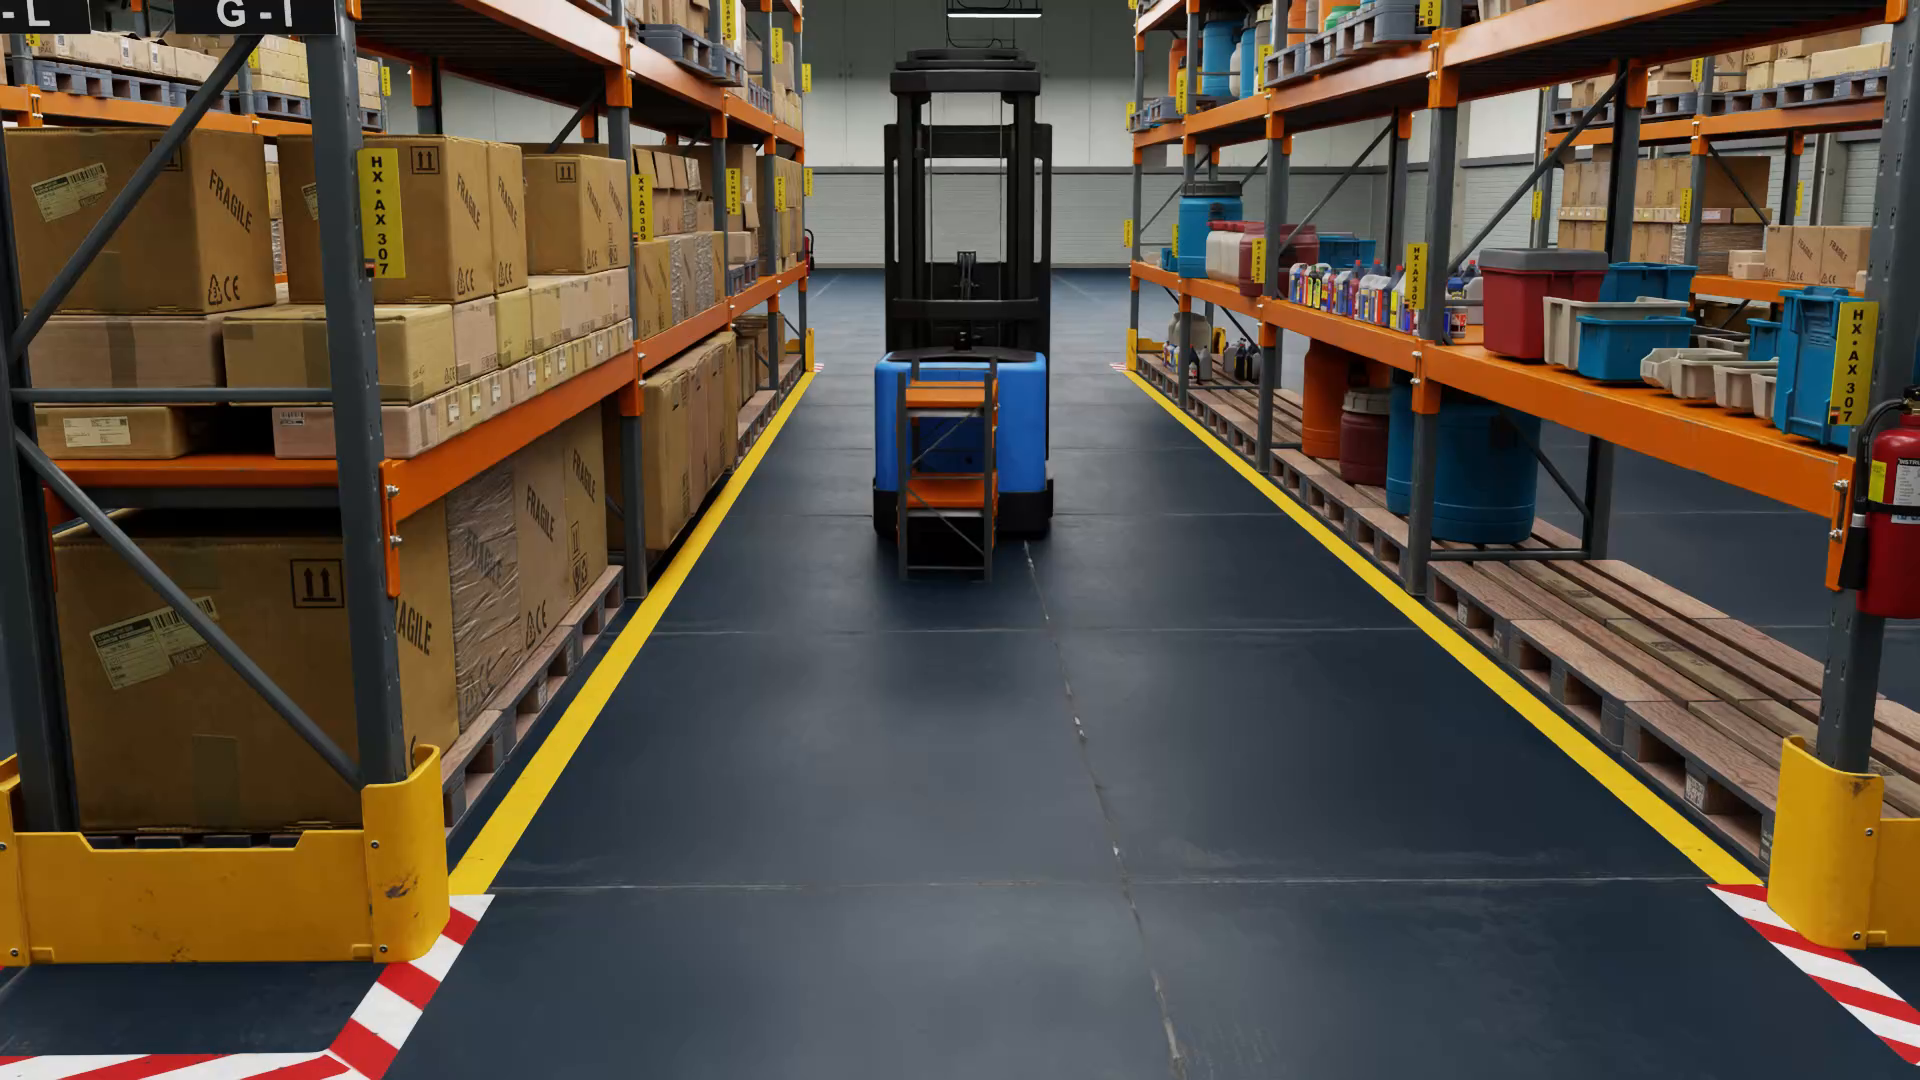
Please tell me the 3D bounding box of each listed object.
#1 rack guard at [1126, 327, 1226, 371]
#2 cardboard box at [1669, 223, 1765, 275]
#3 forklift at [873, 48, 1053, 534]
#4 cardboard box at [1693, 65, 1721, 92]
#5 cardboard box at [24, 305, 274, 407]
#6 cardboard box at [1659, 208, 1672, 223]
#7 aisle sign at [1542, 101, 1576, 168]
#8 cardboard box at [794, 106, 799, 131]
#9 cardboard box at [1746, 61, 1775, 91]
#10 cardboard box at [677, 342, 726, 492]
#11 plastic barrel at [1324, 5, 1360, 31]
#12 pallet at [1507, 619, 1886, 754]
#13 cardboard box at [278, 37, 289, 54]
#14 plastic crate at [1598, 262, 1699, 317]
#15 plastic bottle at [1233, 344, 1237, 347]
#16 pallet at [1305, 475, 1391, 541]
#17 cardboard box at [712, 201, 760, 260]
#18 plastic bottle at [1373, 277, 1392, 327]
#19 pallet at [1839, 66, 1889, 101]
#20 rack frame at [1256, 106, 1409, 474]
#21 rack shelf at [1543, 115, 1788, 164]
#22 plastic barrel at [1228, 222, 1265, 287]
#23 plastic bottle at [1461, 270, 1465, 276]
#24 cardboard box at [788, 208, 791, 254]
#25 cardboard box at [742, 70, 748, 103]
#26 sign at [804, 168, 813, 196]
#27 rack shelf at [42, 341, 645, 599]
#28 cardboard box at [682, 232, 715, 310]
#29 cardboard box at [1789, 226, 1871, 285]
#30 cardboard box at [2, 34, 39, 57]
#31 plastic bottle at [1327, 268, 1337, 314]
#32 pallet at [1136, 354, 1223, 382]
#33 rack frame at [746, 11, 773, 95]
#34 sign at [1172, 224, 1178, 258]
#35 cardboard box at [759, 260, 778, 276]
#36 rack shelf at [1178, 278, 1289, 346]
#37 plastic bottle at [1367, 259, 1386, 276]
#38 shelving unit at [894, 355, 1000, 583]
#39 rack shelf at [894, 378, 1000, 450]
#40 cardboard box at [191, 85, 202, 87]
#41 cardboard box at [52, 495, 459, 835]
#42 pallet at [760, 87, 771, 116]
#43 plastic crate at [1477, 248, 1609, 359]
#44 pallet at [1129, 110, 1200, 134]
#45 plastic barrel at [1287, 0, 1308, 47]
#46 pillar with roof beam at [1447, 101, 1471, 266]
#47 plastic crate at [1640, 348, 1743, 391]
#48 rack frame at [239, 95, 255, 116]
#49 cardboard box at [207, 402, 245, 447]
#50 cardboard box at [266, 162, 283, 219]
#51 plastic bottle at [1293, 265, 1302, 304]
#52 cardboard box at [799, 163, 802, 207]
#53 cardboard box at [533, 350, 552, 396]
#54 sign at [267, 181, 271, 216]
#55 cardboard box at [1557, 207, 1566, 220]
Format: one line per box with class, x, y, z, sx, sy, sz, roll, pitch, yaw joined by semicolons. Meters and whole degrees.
rack guard;2.633;-2.332;20.298;1.175;0.500;0.348;0;11;-1
cardboard box;7.604;-2.934;16.725;0.700;0.500;0.500;-1;11;-3
forklift;0.064;-1.719;11.162;1.130;2.935;3.031;1;11;3
cardboard box;7.862;-4.706;16.984;0.500;0.311;0.500;-1;12;-4
cardboard box;-2.312;-0.539;4.801;0.500;0.250;0.500;0;11;-2
cardboard box;7.389;-3.318;16.987;0.380;0.149;0.250;-1;11;-3
aisle sign;7.230;-4.878;20.020;0.394;0.787;0.004;0;11;-1
cardboard box;-2.090;-4.755;18.783;0.500;0.250;0.500;0;11;-1
cardboard box;7.623;-4.277;15.372;0.500;0.250;0.500;1;12;5
cardboard box;-2.198;-0.812;10.804;1.225;0.875;0.875;0;11;-1
plastic barrel;2.542;-3.370;10.917;0.294;0.245;0.294;0;11;0
pallet;2.915;0.569;6.725;1.003;0.211;1.213;0;11;-1
cardboard box;-6.925;-4.924;16.560;0.380;0.149;0.250;0;11;-2
plastic crate;3.183;-1.117;7.911;0.392;0.384;0.575;0;11;-1
plastic bottle;3.042;-2.012;18.176;0.152;0.276;0.135;-1;11;-3
pallet;2.830;-0.217;10.598;1.003;0.211;1.213;0;11;-1
cardboard box;-2.156;-2.669;14.355;0.797;0.503;0.637;1;12;5
plastic bottle;2.483;-1.376;9.610;0.152;0.276;0.135;0;11;-1
pallet;7.599;-3.514;12.765;1.213;0.211;1.003;0;11;1
rack frame;2.750;-1.982;12.285;1.000;3.000;0.127;0;11;-1
rack shelf;7.578;-4.312;18.034;1.077;0.370;4.000;0;11;-1
plastic barrel;2.492;-2.421;14.106;0.433;0.535;0.433;0;11;0
plastic bottle;3.154;-1.556;10.476;0.061;0.283;0.133;0;11;-1
cardboard box;-2.287;-3.339;17.976;0.875;0.500;0.500;0;11;-1
cardboard box;-1.988;-3.657;13.373;0.500;0.250;0.500;0;11;0
sign;-1.812;-4.273;19.868;0.100;0.325;0.005;0;11;-1
rack shelf;-2.078;-0.416;6.377;1.077;0.370;4.000;0;11;-1
cardboard box;-1.939;-1.815;11.207;0.500;0.500;0.500;0;11;-2
cardboard box;7.641;-2.489;14.531;0.500;0.500;0.500;0;11;-1
cardboard box;-7.010;-3.630;12.189;0.380;0.149;0.250;-1;11;-3
plastic bottle;2.414;-1.608;10.733;0.061;0.283;0.133;0;11;-1
pallet;2.645;-2.029;19.531;1.003;0.211;1.213;0;11;-1
rack frame;-2.285;-5.697;15.507;1.000;3.000;0.127;0;11;-1
sign;2.117;-2.913;16.176;0.100;0.325;0.005;0;11;-1
cardboard box;-1.988;-2.678;16.345;0.380;0.149;0.250;0;11;-1
rack shelf;2.709;-2.027;14.316;1.077;0.370;4.000;0;11;-1
plastic bottle;2.613;-1.591;10.479;0.144;0.351;0.185;0;11;-1
shelving unit;-0.056;-0.426;9.332;0.538;1.125;1.048;1;11;3
rack shelf;-0.056;-0.713;9.274;0.538;0.278;1.000;1;11;3
cardboard box;-7.573;-4.429;16.128;0.380;0.149;0.250;0;11;-1
cardboard box;-2.130;0.337;5.141;0.875;0.875;0.875;0;11;-1
pallet;-2.378;-4.012;15.217;1.213;0.211;1.003;0;11;-1
plastic crate;2.600;-1.069;7.473;0.402;0.464;0.583;0;11;-1
pallet;2.504;-4.785;19.031;1.003;0.211;1.213;0;11;-1
plastic barrel;2.937;-3.957;13.394;0.600;0.830;0.708;0;11;-1
pillar with roof beam;8.569;-11.171;42.488;9.100;9.000;0.548;0;11;-1
plastic crate;2.671;-0.625;6.108;0.298;0.136;0.250;0;11;-1
rack frame;-7.246;-2.757;16.102;1.000;3.000;0.127;0;11;-1
cardboard box;-2.380;-0.369;4.968;0.380;0.149;0.250;0;11;-1
cardboard box;-7.219;-3.433;16.342;0.875;0.550;0.550;0;11;-1
plastic bottle;2.411;-1.809;11.753;0.097;0.271;0.097;0;11;0
cardboard box;-2.109;-4.128;19.350;0.500;0.500;0.500;0;11;-1
cardboard box;-1.747;-0.626;6.232;0.380;0.149;0.250;-1;11;-3
sign;-6.703;-3.289;16.016;0.100;0.325;0.005;0;11;-1
cardboard box;7.330;-3.880;19.757;0.380;0.149;0.250;0;11;-2
